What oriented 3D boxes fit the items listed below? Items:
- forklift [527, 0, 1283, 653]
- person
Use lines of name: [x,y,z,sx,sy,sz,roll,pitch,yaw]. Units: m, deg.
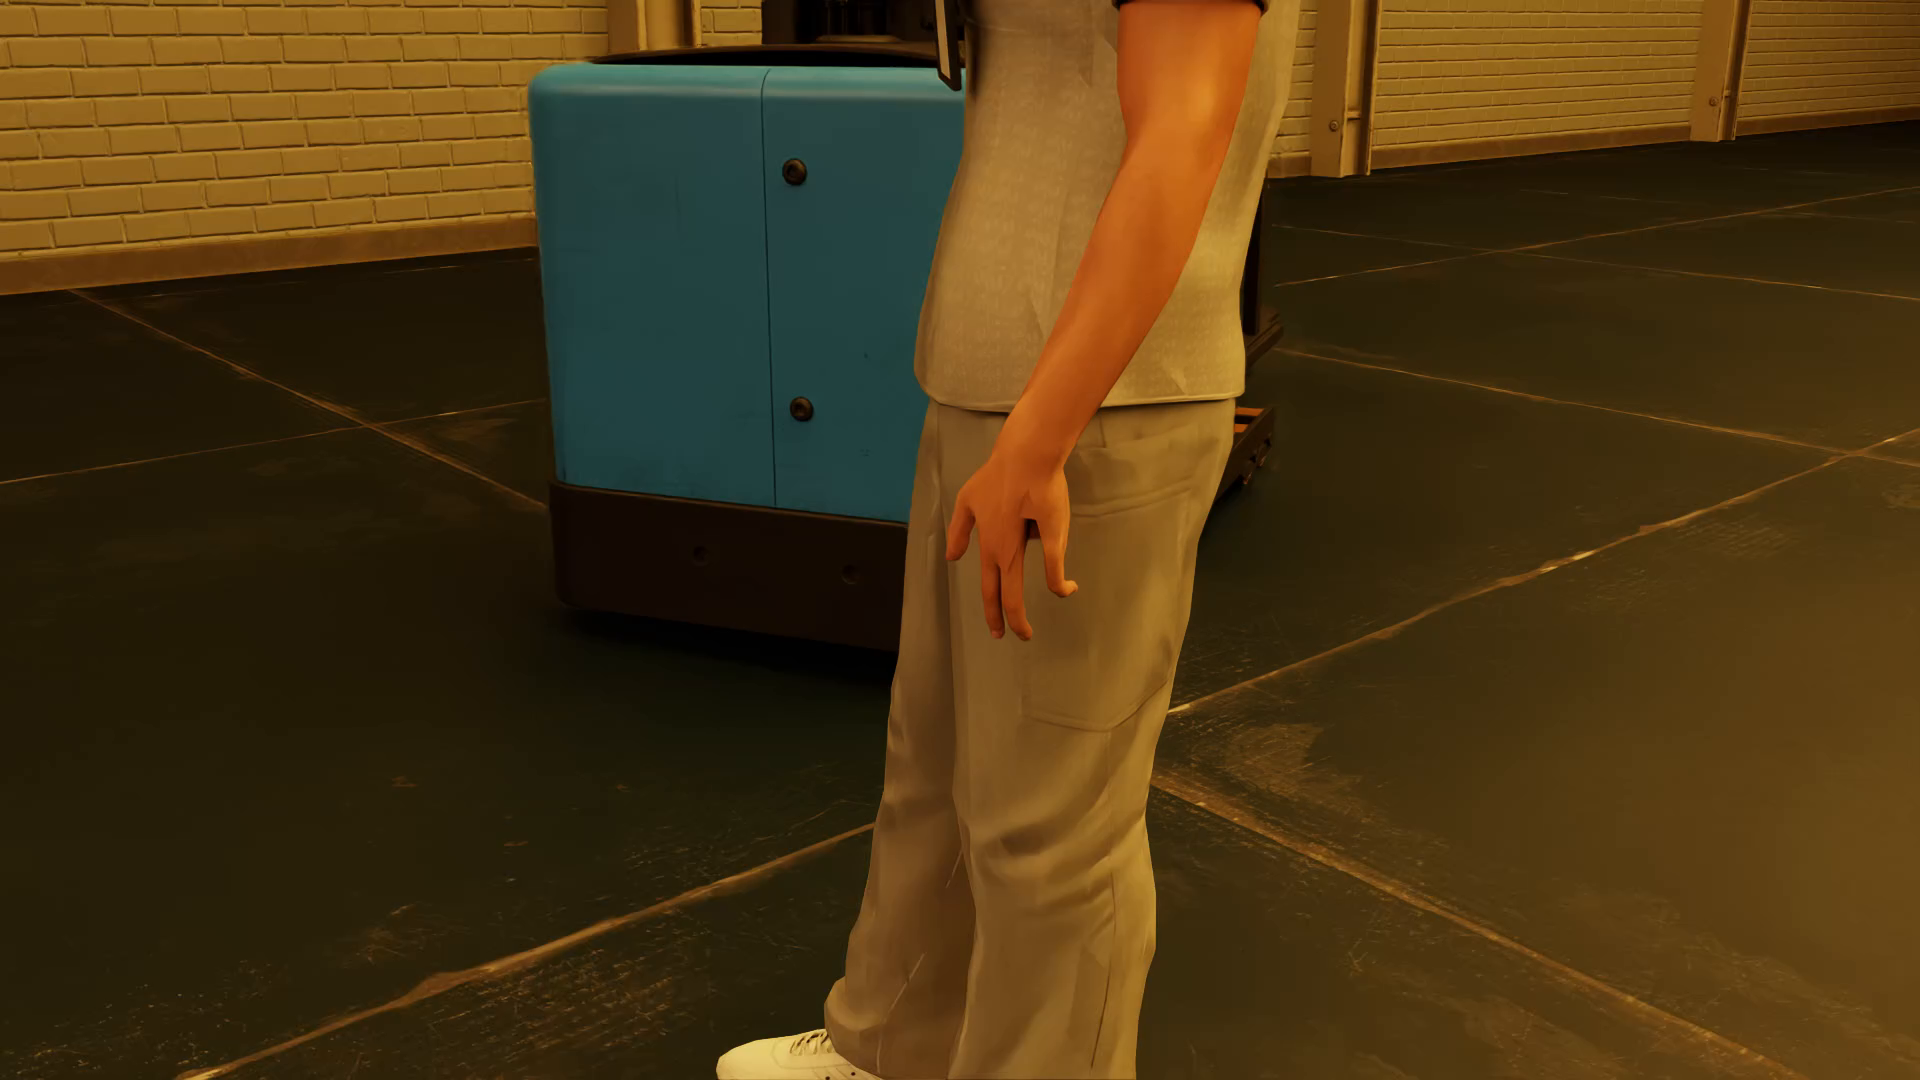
forklift: [0.209,-1.576,3.977,1.130,2.935,3.031,7,19,20]
person: [0.016,-0.109,1.385,0.549,1.662,0.548,-1,17,-2]
